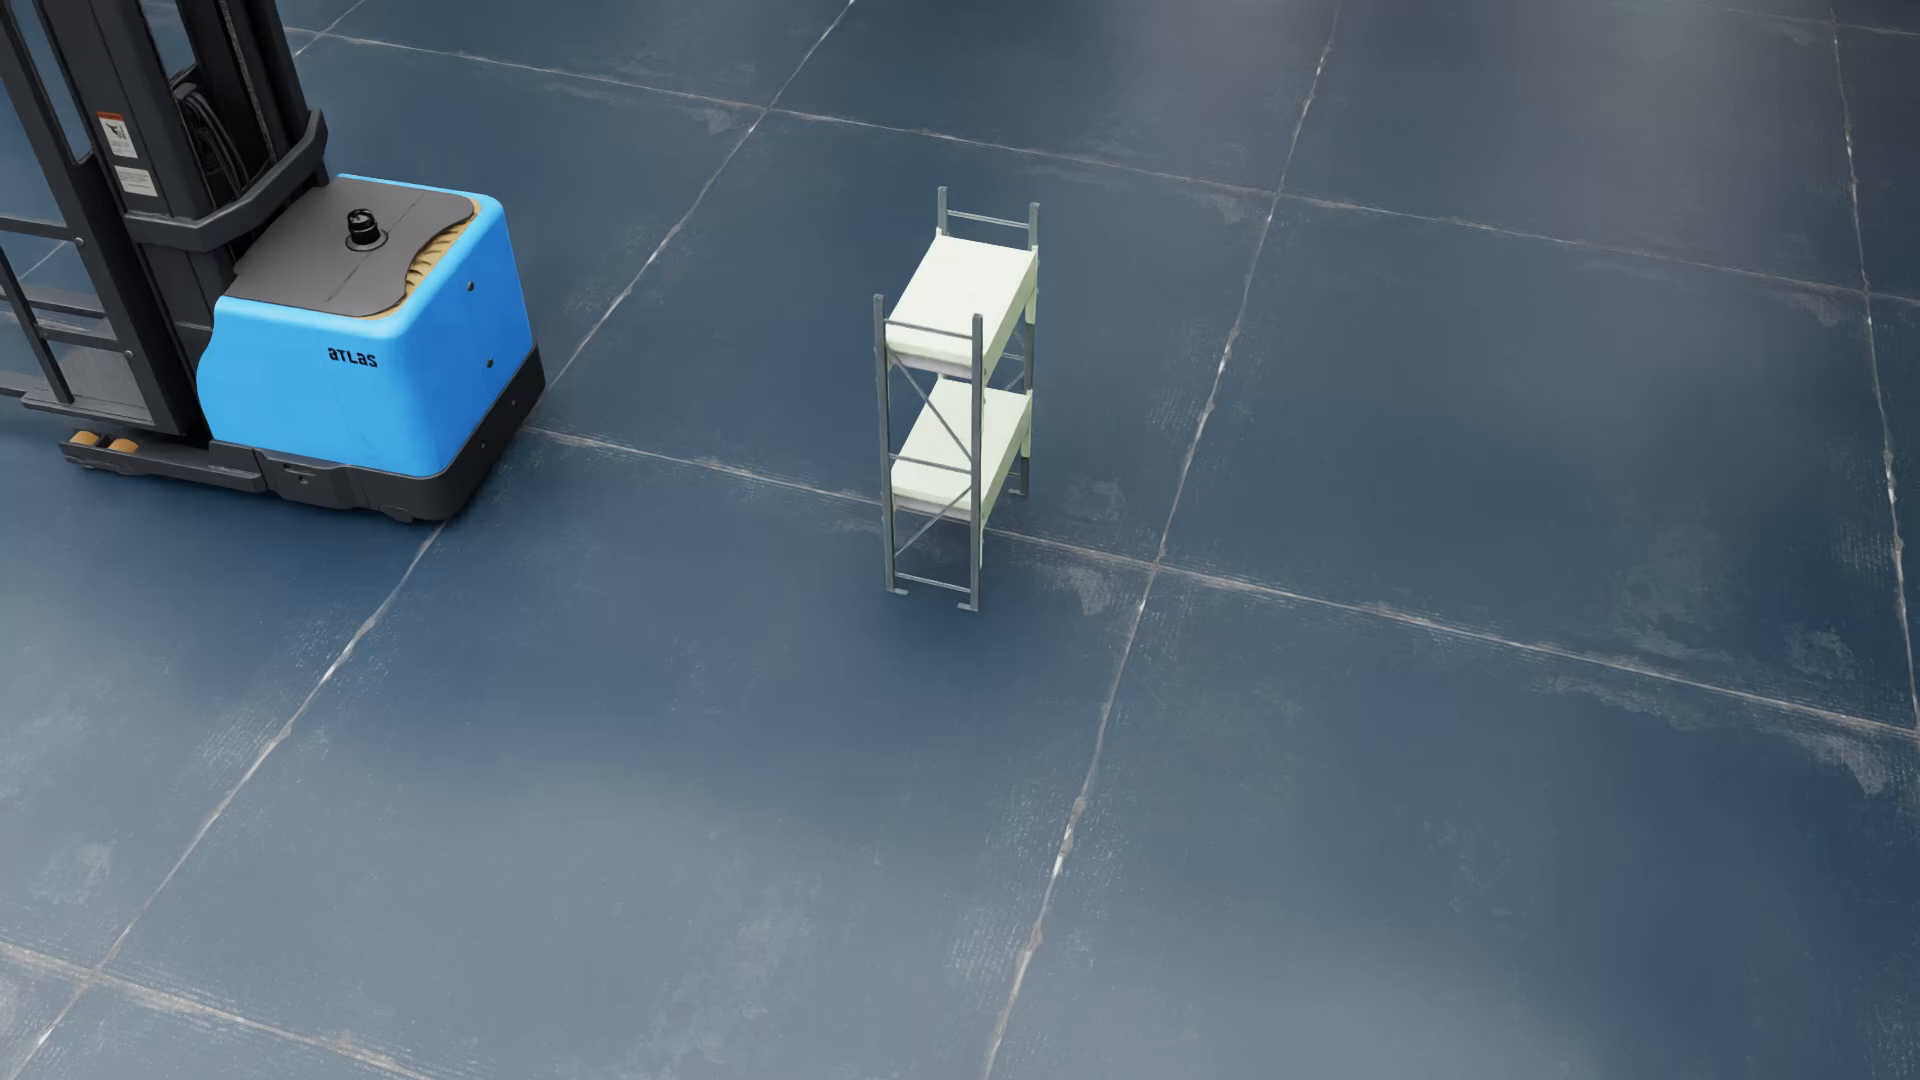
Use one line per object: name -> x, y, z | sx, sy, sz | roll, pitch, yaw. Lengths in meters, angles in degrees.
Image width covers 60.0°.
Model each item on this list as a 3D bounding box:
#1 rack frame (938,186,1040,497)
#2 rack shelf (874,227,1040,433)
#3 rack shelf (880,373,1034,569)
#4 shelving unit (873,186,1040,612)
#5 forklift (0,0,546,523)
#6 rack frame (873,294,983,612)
rack frame -> 0.109, -0.776, 6.869 | 0.400, 1.500, 0.023 | 13, 46, 12
rack shelf -> -0.002, -0.811, 6.347 | 0.431, 0.370, 0.720 | 13, 46, 12
rack shelf -> -0.002, -0.299, 6.848 | 0.431, 0.370, 0.720 | 13, 46, 12
shelving unit -> -0.002, -0.532, 6.620 | 0.431, 1.500, 0.755 | 13, 46, 12
forklift -> -3.515, -1.684, 6.774 | 3.031, 2.935, 1.130 | 10, 45, 10
rack frame -> -0.113, -0.288, 6.371 | 0.400, 1.500, 0.023 | 13, 46, 12
